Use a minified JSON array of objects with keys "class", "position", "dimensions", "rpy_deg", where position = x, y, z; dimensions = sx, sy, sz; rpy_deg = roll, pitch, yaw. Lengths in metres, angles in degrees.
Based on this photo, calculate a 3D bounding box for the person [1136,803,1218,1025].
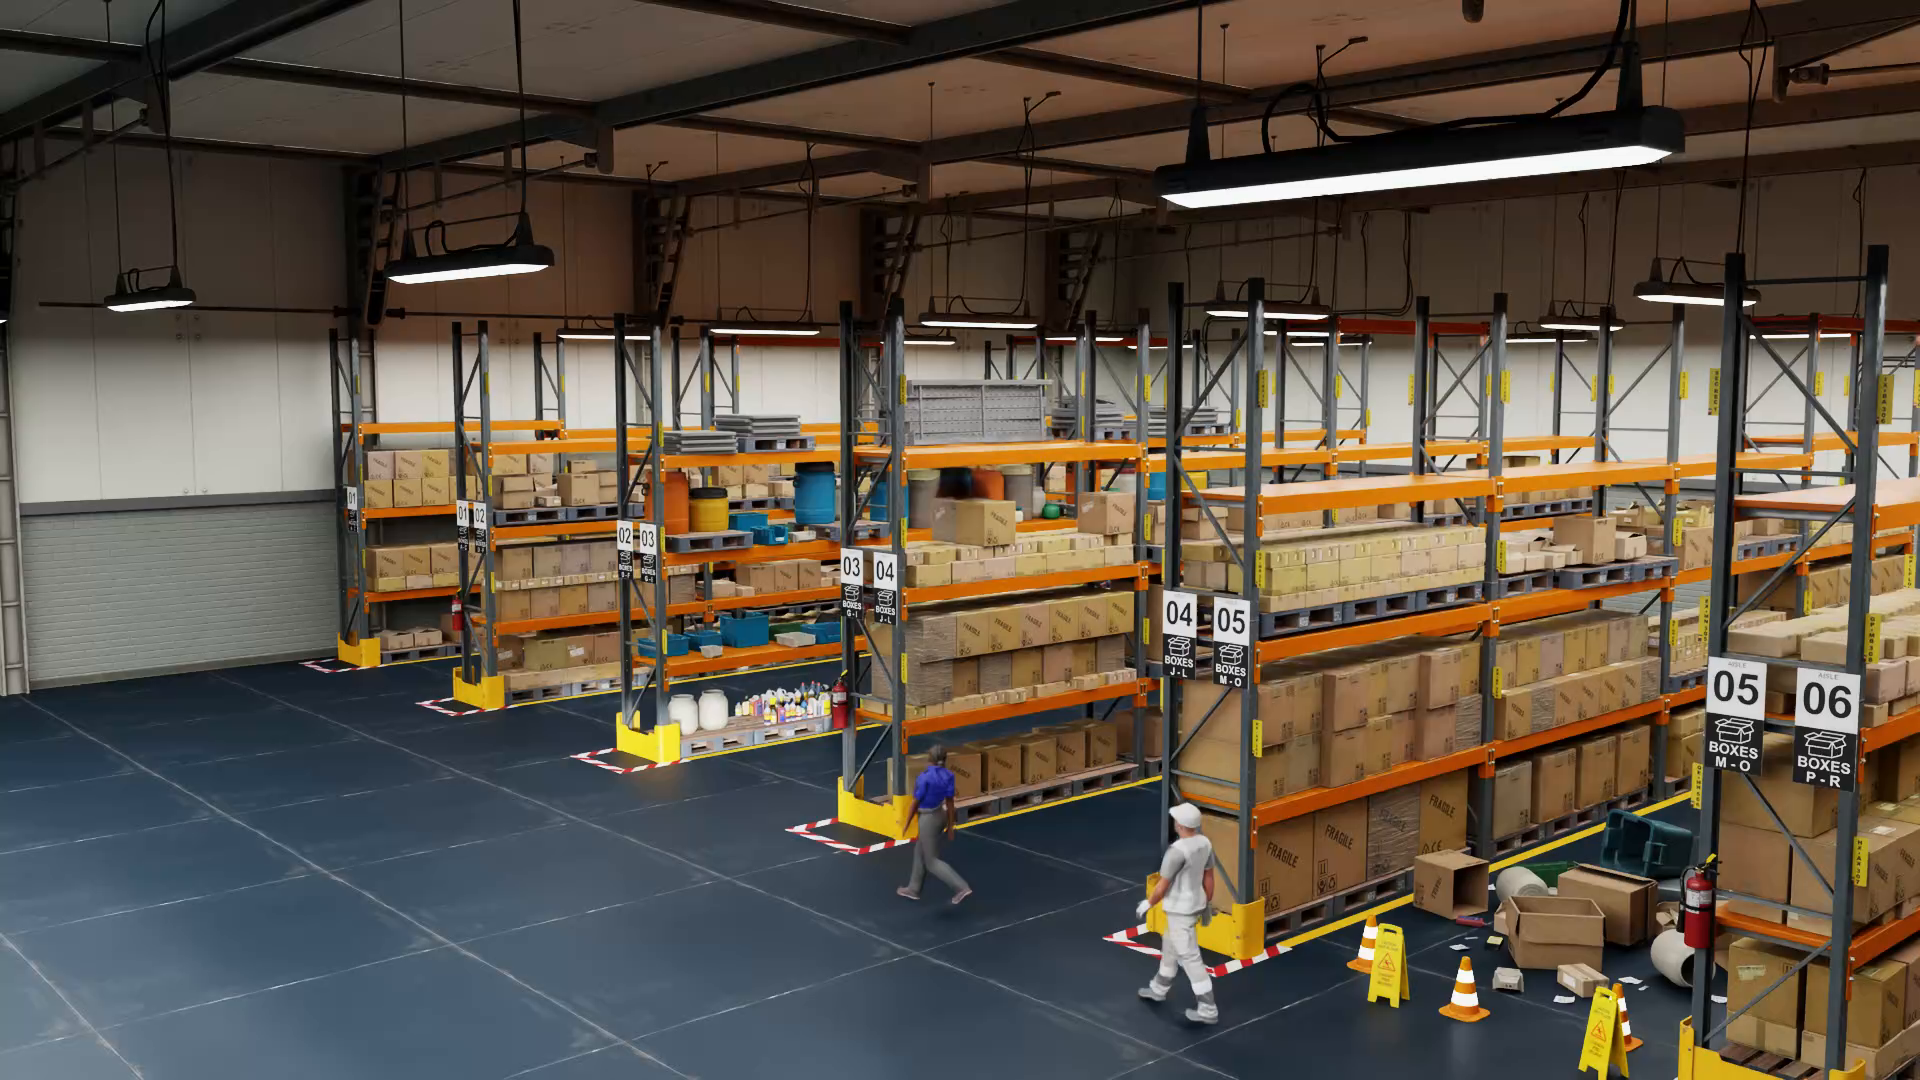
[{"class":"person","position":[1.708,2.952,13.367],"dimensions":[0.864,1.761,0.549],"rpy_deg":[4,7,36]}]

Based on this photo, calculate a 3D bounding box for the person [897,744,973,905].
[{"class":"person","position":[-0.280,2.765,16.195],"dimensions":[0.891,1.606,0.425],"rpy_deg":[2,6,23]}]

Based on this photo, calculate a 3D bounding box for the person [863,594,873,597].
[{"class":"person","position":[-1.974,1.046,33.583],"dimensions":[0.897,1.695,0.610],"rpy_deg":[-5,7,-41]}]
